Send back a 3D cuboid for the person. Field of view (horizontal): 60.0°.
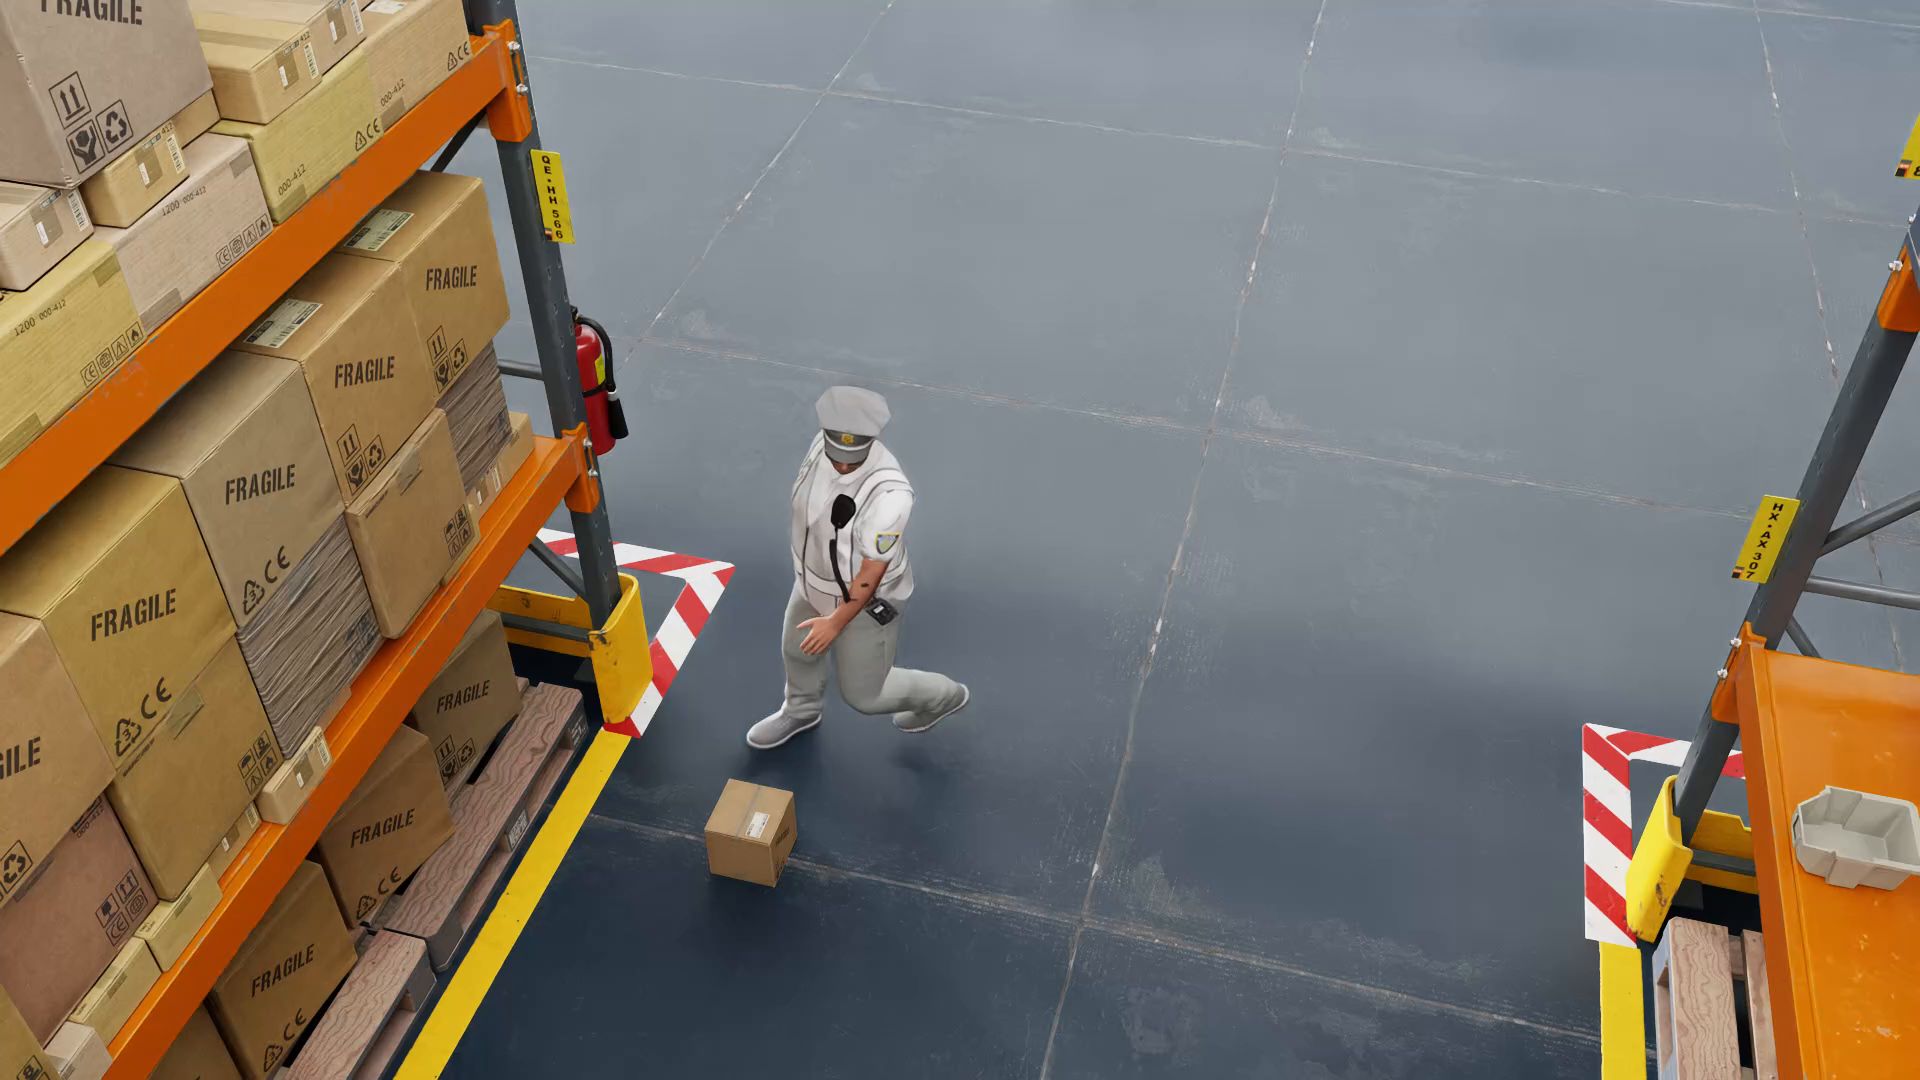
[{"bbox_3d":[-0.387,0.145,5.988,0.763,1.708,0.587,-26,47,-27],"label":"person"}]
